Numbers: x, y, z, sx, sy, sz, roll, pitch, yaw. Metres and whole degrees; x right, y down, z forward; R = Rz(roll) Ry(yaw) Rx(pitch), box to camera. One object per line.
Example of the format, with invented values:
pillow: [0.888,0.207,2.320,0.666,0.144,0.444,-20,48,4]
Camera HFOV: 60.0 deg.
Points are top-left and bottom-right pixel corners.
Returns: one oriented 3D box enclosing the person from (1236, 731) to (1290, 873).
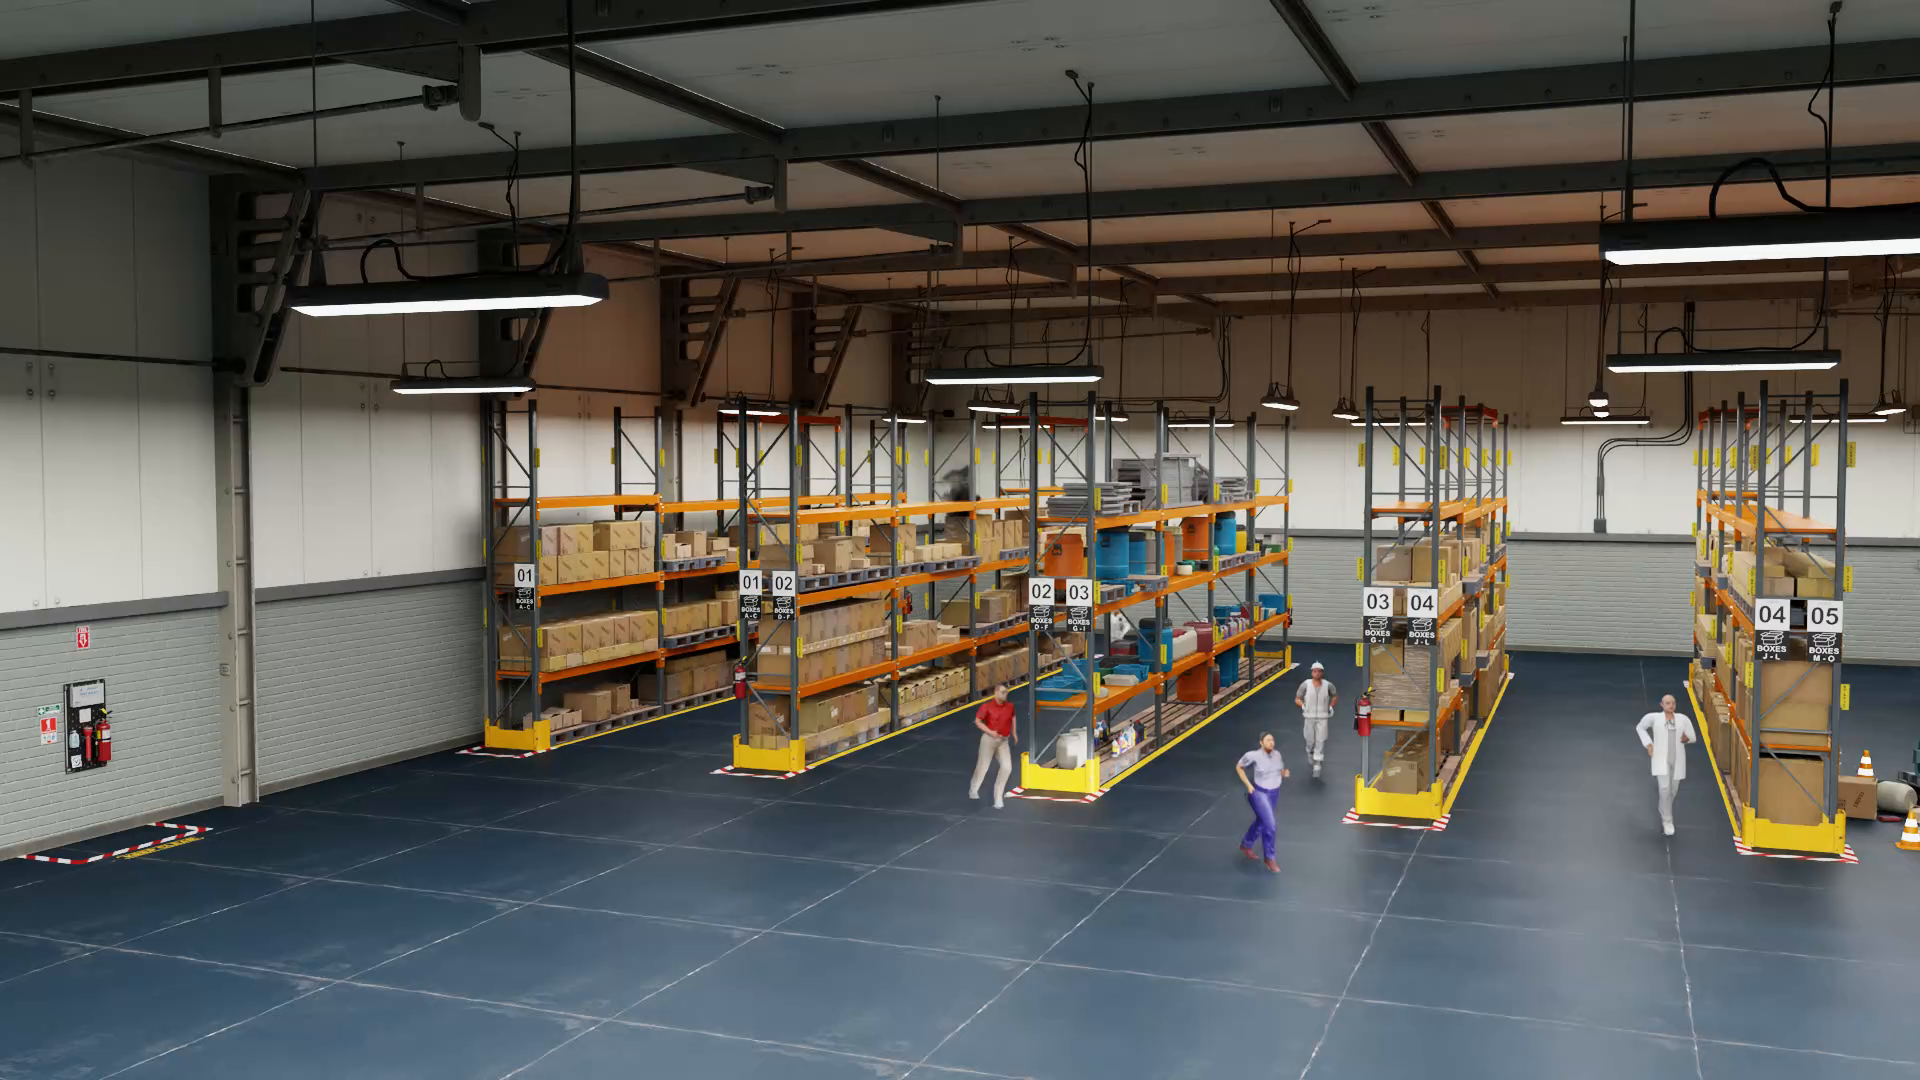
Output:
person: [3.733,3.187,20.409,0.577,1.712,0.760,-2,4,-37]

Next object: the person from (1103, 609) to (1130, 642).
person: [3.619,2.271,38.638,0.613,1.648,0.555,1,3,16]

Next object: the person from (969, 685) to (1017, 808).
person: [0.536,2.972,24.083,0.725,1.764,0.704,-1,3,-22]

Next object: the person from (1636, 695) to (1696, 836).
person: [9.517,2.983,22.350,0.699,1.806,0.948,0,3,7]

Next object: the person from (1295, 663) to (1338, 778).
person: [5.605,2.806,26.133,0.667,1.767,0.916,1,3,10]
